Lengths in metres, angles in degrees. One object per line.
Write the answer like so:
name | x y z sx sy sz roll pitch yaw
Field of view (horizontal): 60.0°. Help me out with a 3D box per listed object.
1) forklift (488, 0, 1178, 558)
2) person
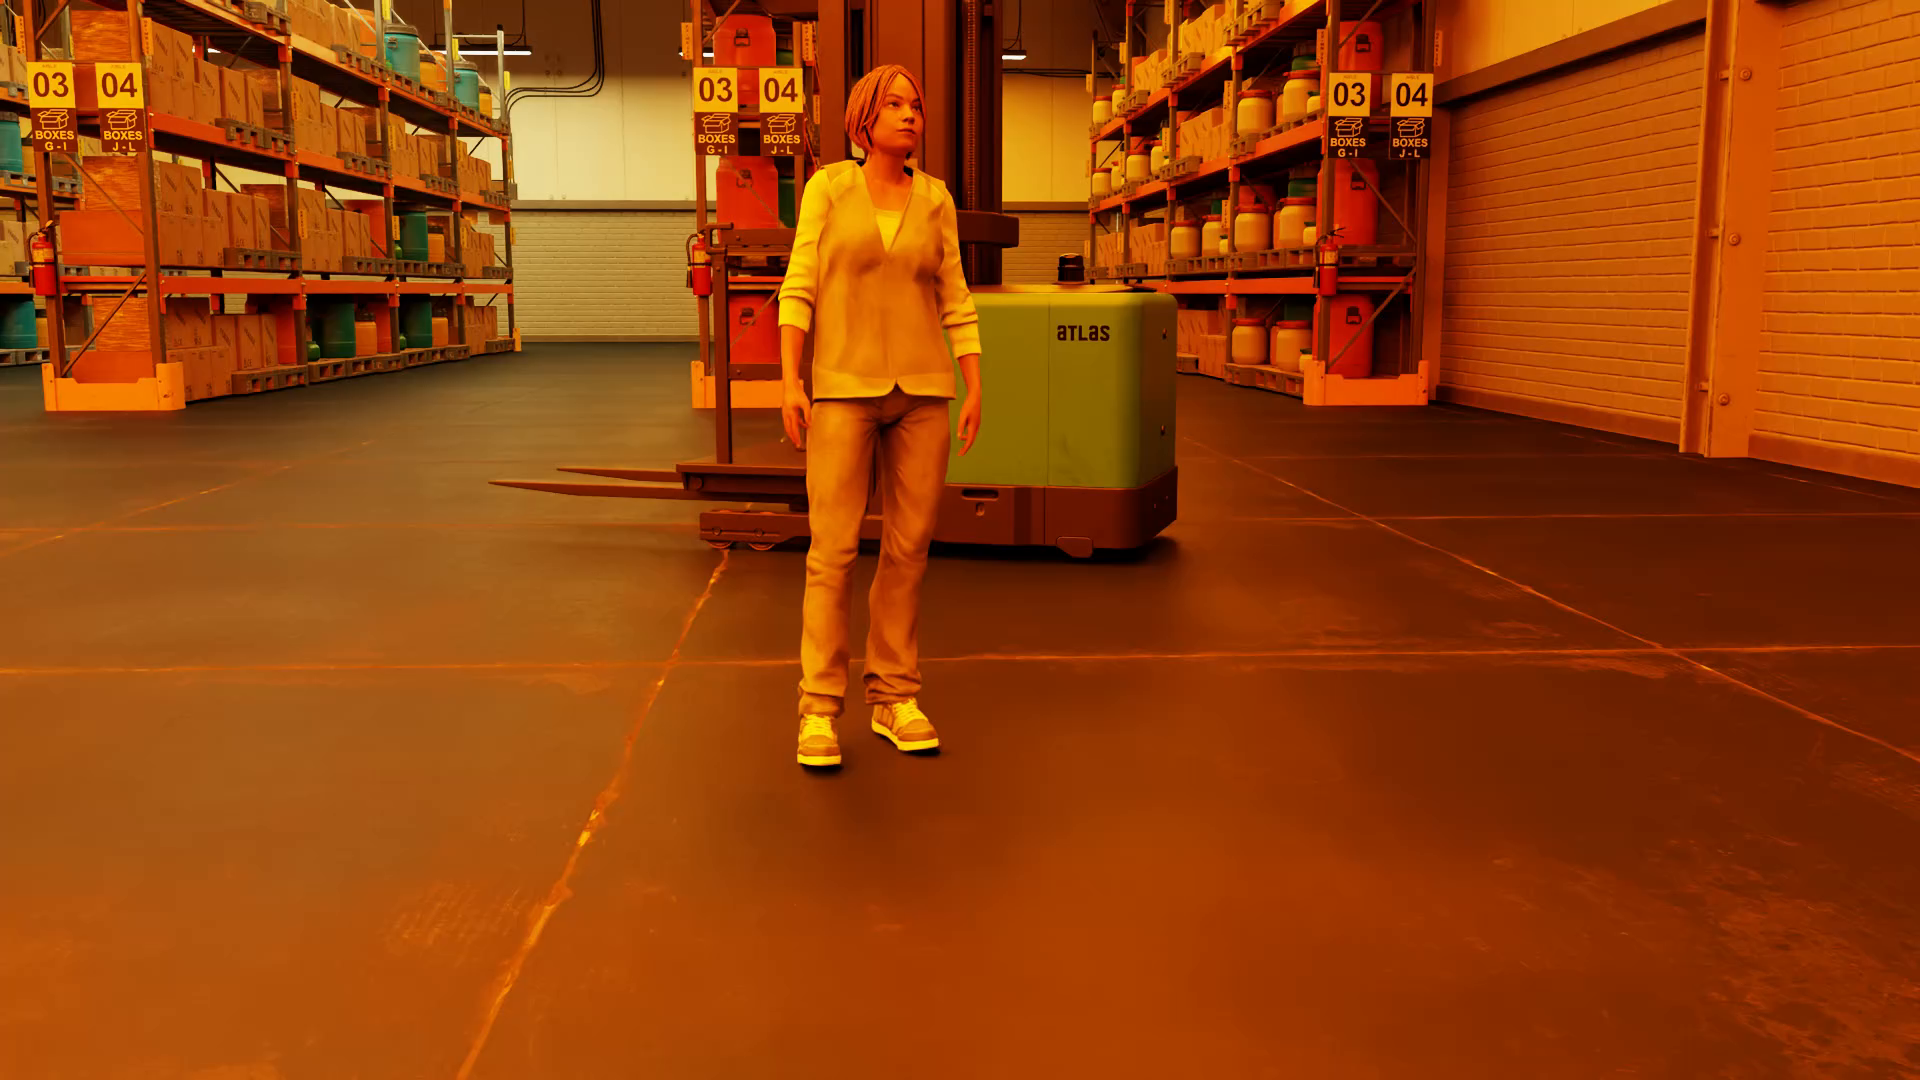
forklift | -0.602 -1.476 7.271 3.031 2.935 1.130 2 9 16
person | -0.169 -0.303 3.890 0.509 1.603 0.461 -3 9 -17
